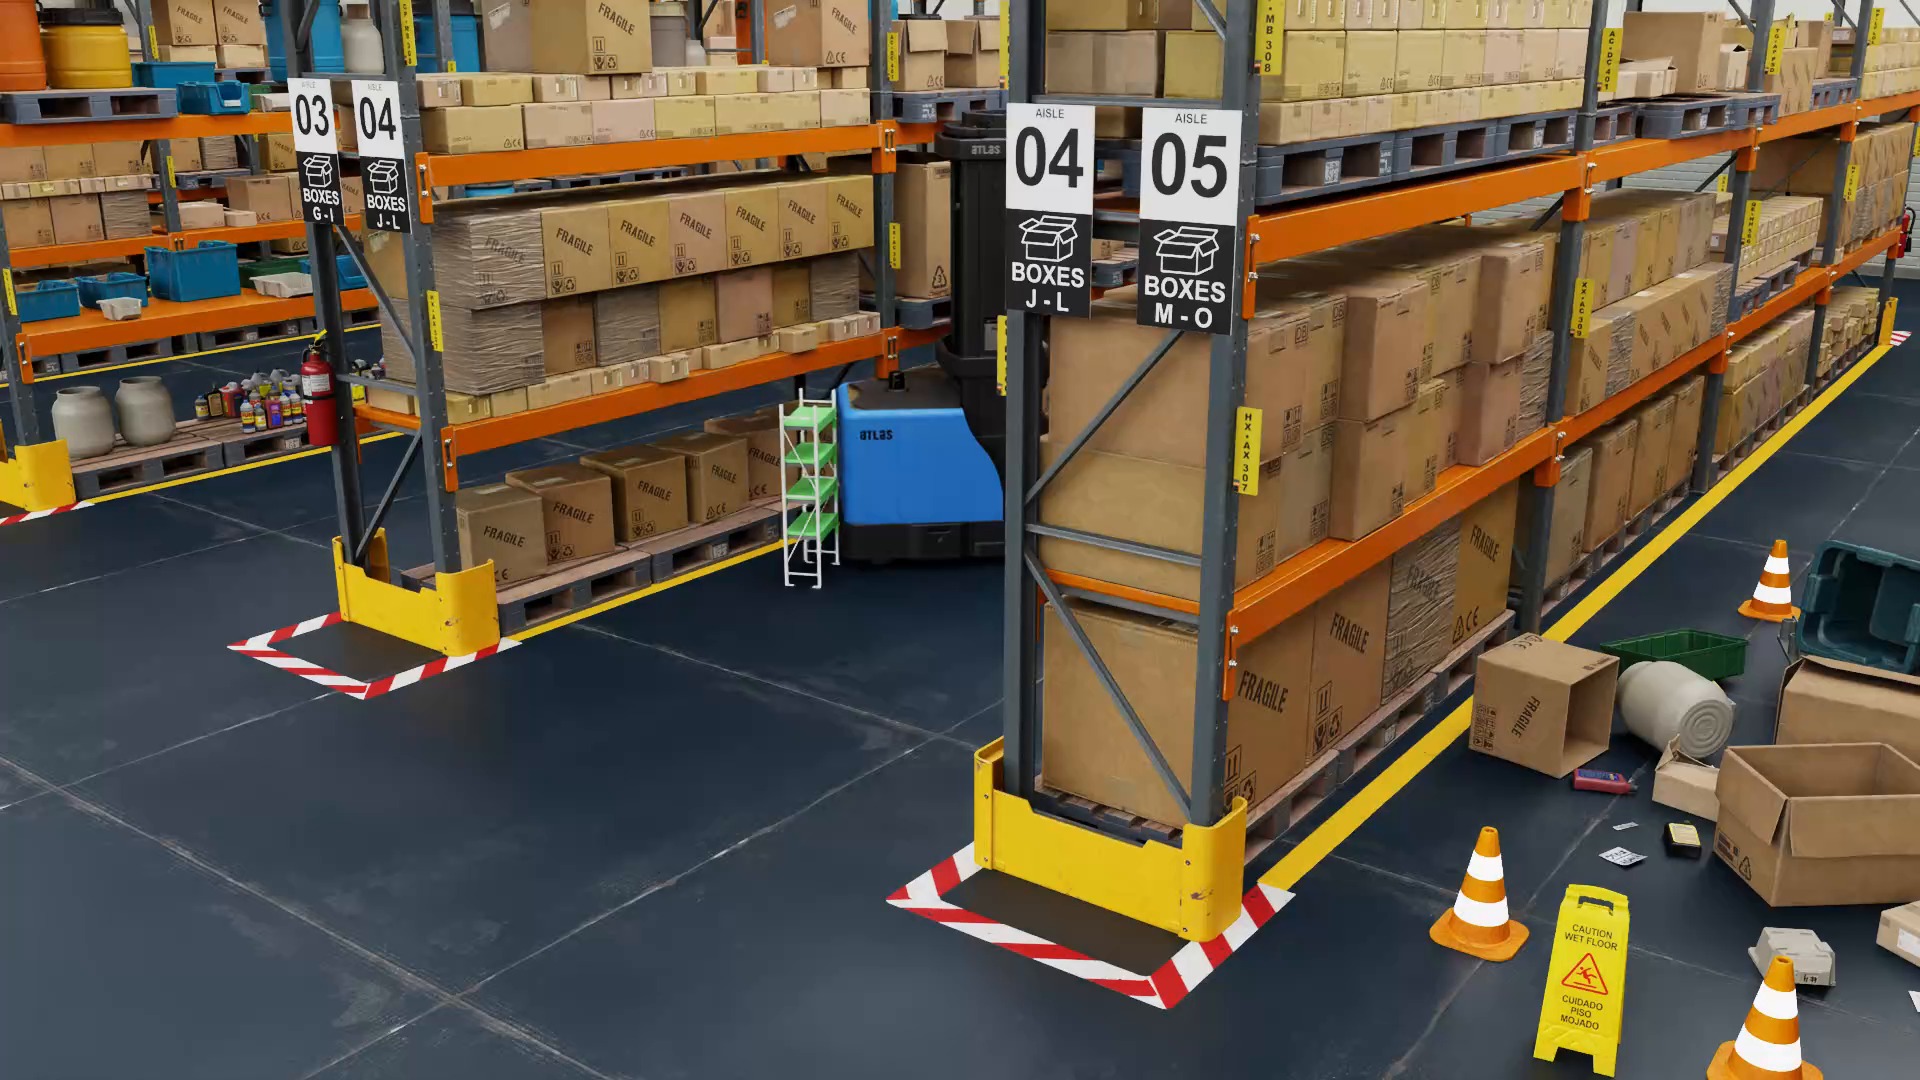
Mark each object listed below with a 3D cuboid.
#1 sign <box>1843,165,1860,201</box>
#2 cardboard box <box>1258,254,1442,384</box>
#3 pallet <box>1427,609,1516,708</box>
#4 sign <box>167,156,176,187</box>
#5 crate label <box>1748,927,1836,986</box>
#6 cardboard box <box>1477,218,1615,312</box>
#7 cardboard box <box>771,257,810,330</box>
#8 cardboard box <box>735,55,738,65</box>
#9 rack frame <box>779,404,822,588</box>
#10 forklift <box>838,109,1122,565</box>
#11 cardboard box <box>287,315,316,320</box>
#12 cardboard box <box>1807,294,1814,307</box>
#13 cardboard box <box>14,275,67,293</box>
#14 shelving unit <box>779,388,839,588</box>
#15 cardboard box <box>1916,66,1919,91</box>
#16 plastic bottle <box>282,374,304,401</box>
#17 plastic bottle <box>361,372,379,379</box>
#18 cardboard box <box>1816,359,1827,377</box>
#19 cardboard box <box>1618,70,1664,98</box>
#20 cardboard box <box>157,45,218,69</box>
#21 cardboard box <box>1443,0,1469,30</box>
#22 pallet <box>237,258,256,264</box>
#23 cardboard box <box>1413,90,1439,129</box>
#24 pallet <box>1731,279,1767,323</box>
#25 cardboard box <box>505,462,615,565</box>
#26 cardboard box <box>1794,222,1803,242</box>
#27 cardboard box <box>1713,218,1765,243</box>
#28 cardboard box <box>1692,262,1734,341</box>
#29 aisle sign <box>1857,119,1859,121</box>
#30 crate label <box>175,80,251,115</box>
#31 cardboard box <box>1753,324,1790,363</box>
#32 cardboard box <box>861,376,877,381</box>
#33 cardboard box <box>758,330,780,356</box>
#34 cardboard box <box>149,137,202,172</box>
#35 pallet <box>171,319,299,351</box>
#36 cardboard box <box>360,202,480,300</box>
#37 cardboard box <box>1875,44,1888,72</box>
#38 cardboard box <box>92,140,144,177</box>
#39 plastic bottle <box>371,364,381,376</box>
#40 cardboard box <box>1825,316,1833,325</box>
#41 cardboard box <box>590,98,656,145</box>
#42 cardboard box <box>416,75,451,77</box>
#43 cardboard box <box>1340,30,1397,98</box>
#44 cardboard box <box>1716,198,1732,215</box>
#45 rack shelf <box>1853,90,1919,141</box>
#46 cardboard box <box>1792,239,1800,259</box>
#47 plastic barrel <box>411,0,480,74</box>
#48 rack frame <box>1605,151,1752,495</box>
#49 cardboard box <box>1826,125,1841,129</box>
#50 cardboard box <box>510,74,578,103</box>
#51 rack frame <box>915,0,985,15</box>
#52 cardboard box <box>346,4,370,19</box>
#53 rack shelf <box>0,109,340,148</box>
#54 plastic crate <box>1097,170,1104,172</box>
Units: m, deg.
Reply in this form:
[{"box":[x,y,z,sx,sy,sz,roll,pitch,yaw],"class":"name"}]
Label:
[{"box":[8.219,-3.291,15.331,0.100,0.325,0.005,12,21,35],"class":"sign"},{"box":[1.781,-1.052,7.999,0.875,0.550,0.500,12,21,35],"class":"cardboard box"},{"box":[2.489,0.569,9.554,1.003,0.211,1.213,12,21,35],"class":"pallet"},{"box":[-8.426,-3.935,17.765,0.100,0.325,0.005,12,21,35],"class":"sign"},{"box":[3.202,1.597,6.370,0.250,0.136,0.298,2,17,6],"class":"crate label"},{"box":[3.600,-1.697,10.296,0.700,0.500,0.500,12,21,34],"class":"cardboard box"},{"box":[-1.563,-1.811,11.847,0.875,0.500,0.500,12,21,35],"class":"cardboard box"},{"box":[-3.316,-7.038,24.546,0.500,0.250,0.500,12,21,35],"class":"cardboard box"},{"box":[-1.015,-0.274,10.601,0.240,1.200,0.015,3,17,9],"class":"rack frame"},{"box":[0.681,-1.397,11.302,3.031,2.935,1.130,-2,17,-6],"class":"forklift"},{"box":[-7.821,-2.767,19.523,0.500,0.250,0.500,12,21,33],"class":"cardboard box"},{"box":[9.167,-2.648,18.310,0.380,0.149,0.250,11,20,32],"class":"cardboard box"},{"box":[-9.575,-2.441,17.211,0.500,0.500,0.500,12,21,35],"class":"cardboard box"},{"box":[-0.975,-0.345,10.831,0.258,1.200,0.503,3,17,9],"class":"shelving unit"},{"box":[10.096,-4.994,17.961,0.500,0.250,0.500,12,21,34],"class":"cardboard box"},{"box":[-5.943,-1.329,14.818,0.152,0.276,0.135,12,21,35],"class":"plastic bottle"},{"box":[-5.297,-1.385,14.996,0.152,0.276,0.135,12,21,35],"class":"plastic bottle"},{"box":[8.246,-1.704,16.272,0.380,0.149,0.250,11,21,32],"class":"cardboard box"},{"box":[4.048,-2.778,10.122,0.380,0.149,0.250,12,21,35],"class":"cardboard box"},{"box":[-8.498,-5.288,18.202,0.500,0.250,0.500,15,23,40],"class":"cardboard box"},{"box":[1.986,-2.305,7.254,0.380,0.149,0.250,13,21,35],"class":"cardboard box"},{"box":[-10.936,-3.891,23.918,1.003,0.211,1.213,12,21,35],"class":"pallet"},{"box":[1.835,-1.863,7.175,0.380,0.149,0.250,12,21,34],"class":"cardboard box"},{"box":[5.727,-1.979,13.383,1.213,0.211,1.003,12,21,35],"class":"pallet"},{"box":[-2.588,-0.178,10.767,0.500,0.500,0.500,-13,22,-36],"class":"cardboard box"},{"box":[7.227,-2.741,14.725,0.380,0.149,0.250,12,21,33],"class":"cardboard box"},{"box":[6.285,-2.508,13.475,0.380,0.149,0.250,11,21,32],"class":"cardboard box"},{"box":[5.335,-1.775,12.234,0.500,0.500,0.500,12,21,35],"class":"cardboard box"},{"box":[9.957,-5.100,18.724,0.394,0.787,0.004,12,21,35],"class":"aisle sign"},{"box":[-5.899,-3.502,13.155,0.502,0.251,0.408,12,21,35],"class":"crate label"},{"box":[6.910,-1.729,14.497,0.500,0.250,0.500,11,21,32],"class":"cardboard box"},{"box":[-0.536,-0.989,13.344,0.700,0.500,0.500,11,20,31],"class":"cardboard box"},{"box":[-1.479,-1.385,11.569,0.380,0.149,0.250,12,21,35],"class":"cardboard box"},{"box":[-11.053,-5.415,23.213,0.700,0.500,0.500,10,20,30],"class":"cardboard box"},{"box":[-8.465,-2.432,19.220,1.003,0.211,1.213,12,21,35],"class":"pallet"},{"box":[-3.173,-1.719,9.867,0.500,0.500,0.500,12,21,35],"class":"cardboard box"},{"box":[8.551,-4.625,15.931,0.500,0.250,0.500,12,21,34],"class":"cardboard box"},{"box":[-9.132,-4.142,17.668,0.700,0.500,0.500,13,21,35],"class":"cardboard box"},{"box":[-5.499,-1.556,15.675,0.097,0.201,0.097,0,17,0],"class":"plastic bottle"},{"box":[8.603,-2.194,16.847,0.380,0.149,0.250,12,21,33],"class":"cardboard box"},{"box":[-2.207,-2.549,10.088,0.500,0.250,0.500,12,21,34],"class":"cardboard box"},{"box":[-3.138,-2.591,9.553,0.380,0.149,0.250,12,21,33],"class":"cardboard box"},{"box":[1.416,-1.919,6.682,0.500,0.250,0.500,12,21,34],"class":"cardboard box"},{"box":[6.851,-3.059,15.249,0.380,0.149,0.250,13,21,35],"class":"cardboard box"},{"box":[8.963,-4.400,17.011,1.077,0.370,4.000,12,21,35],"class":"rack shelf"},{"box":[7.239,-2.605,14.791,0.380,0.149,0.250,11,20,32],"class":"cardboard box"},{"box":[-4.768,-4.537,15.392,0.600,0.901,0.708,12,21,35],"class":"plastic barrel"},{"box":[5.388,-1.882,12.748,1.000,3.000,0.127,12,21,35],"class":"rack frame"},{"box":[9.050,-4.154,17.706,0.500,0.500,0.500,12,21,33],"class":"cardboard box"},{"box":[-2.449,-2.632,9.685,0.380,0.149,0.250,13,22,37],"class":"cardboard box"},{"box":[-0.130,-7.476,20.644,1.000,3.000,0.127,12,21,35],"class":"rack frame"},{"box":[-9.033,-8.089,25.503,0.500,0.250,0.500,12,21,33],"class":"cardboard box"},{"box":[-6.088,-3.318,13.526,1.077,0.370,4.000,12,21,35],"class":"rack shelf"},{"box":[1.913,-5.240,23.903,0.396,0.136,0.243,12,21,35],"class":"plastic crate"}]
